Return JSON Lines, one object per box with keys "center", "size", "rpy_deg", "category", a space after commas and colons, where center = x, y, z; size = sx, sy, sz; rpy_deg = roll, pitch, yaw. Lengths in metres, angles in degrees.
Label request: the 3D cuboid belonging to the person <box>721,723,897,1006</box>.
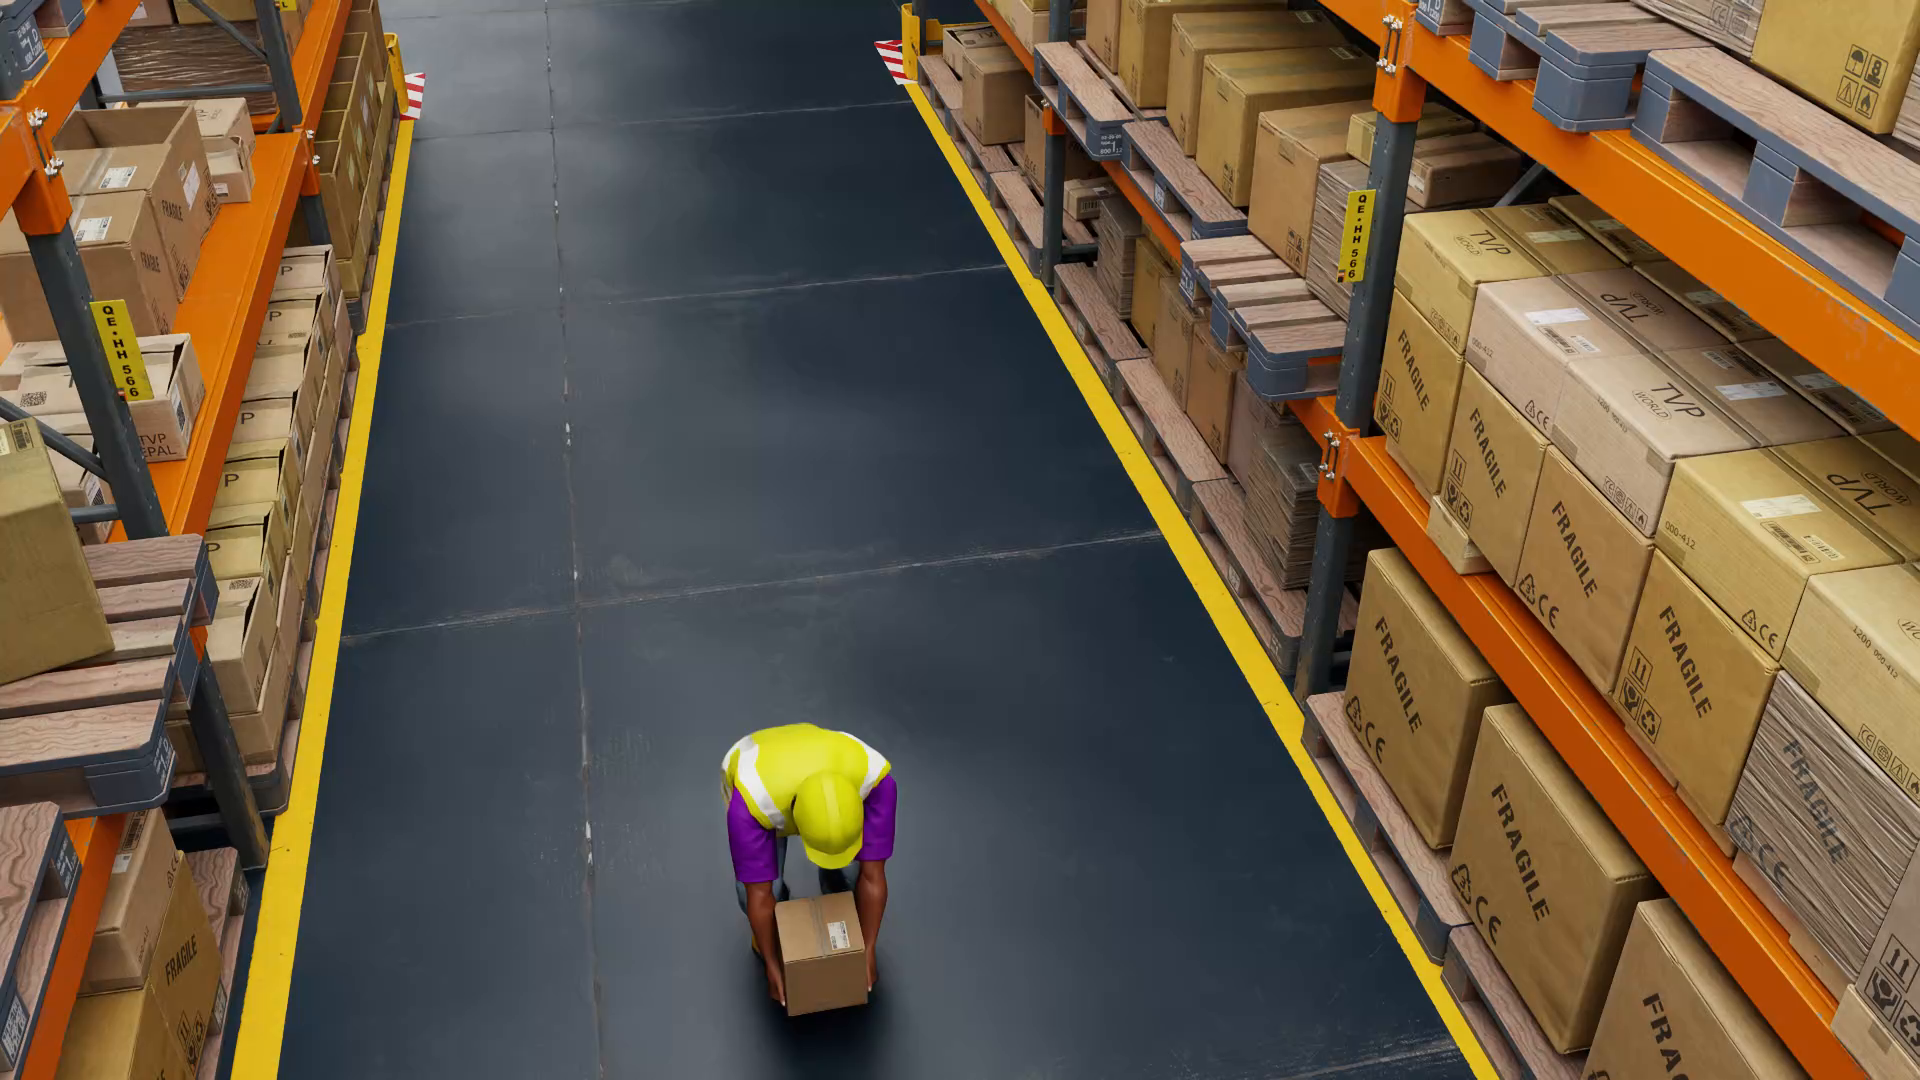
{"center": [-0.481, 0.961, 5.386], "size": [0.540, 1.010, 0.904], "rpy_deg": [-8, 35, -12], "category": "person"}
